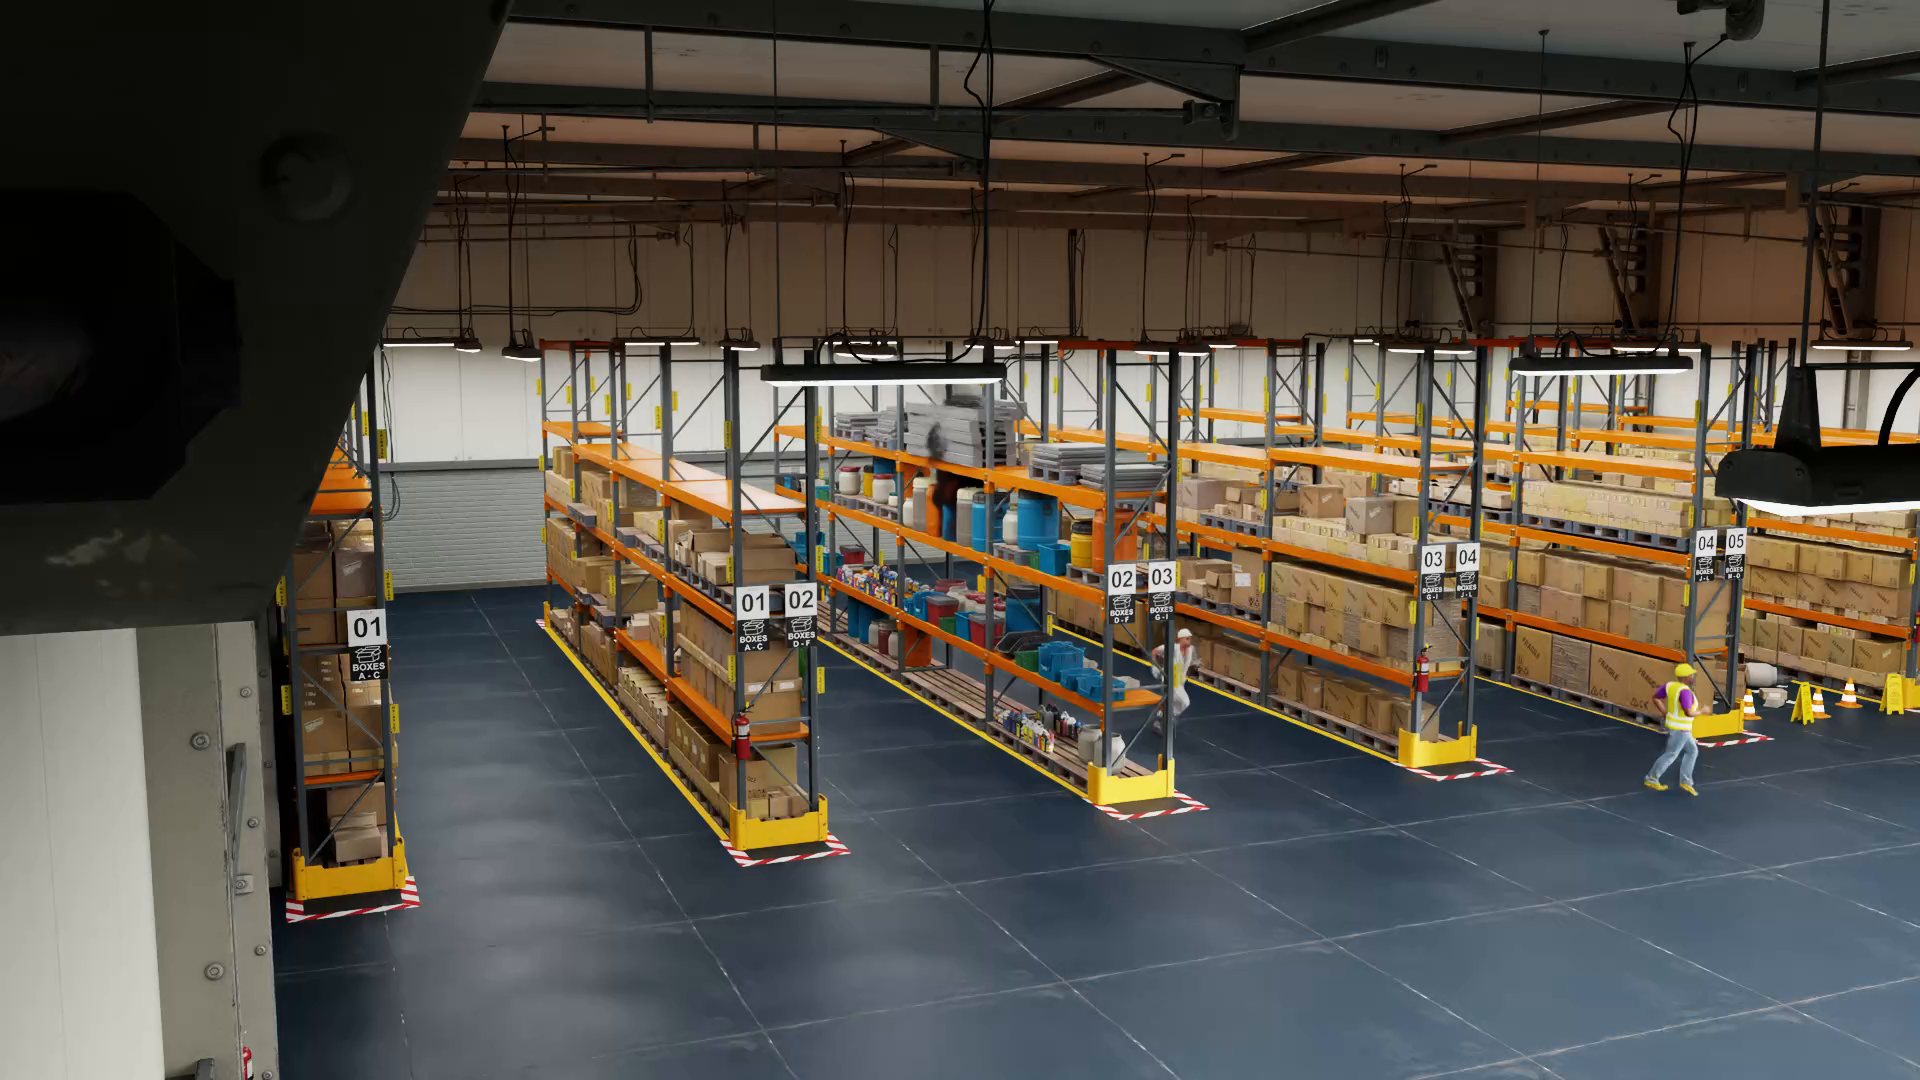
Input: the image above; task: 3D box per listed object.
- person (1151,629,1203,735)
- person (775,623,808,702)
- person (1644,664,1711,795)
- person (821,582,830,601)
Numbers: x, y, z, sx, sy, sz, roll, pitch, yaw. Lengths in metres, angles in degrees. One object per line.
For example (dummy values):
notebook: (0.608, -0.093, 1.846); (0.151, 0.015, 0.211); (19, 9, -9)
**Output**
person: (3.291, 2.168, 25.357); (0.642, 1.700, 0.884); (-7, 10, -43)
person: (-2.833, 1.818, 28.063); (0.657, 1.771, 0.863); (-6, 9, -37)
person: (9.639, 2.574, 22.325); (0.774, 1.835, 0.659); (1, 8, 10)
person: (-3.297, 0.610, 37.884); (0.738, 1.620, 0.566); (-2, 8, -12)
